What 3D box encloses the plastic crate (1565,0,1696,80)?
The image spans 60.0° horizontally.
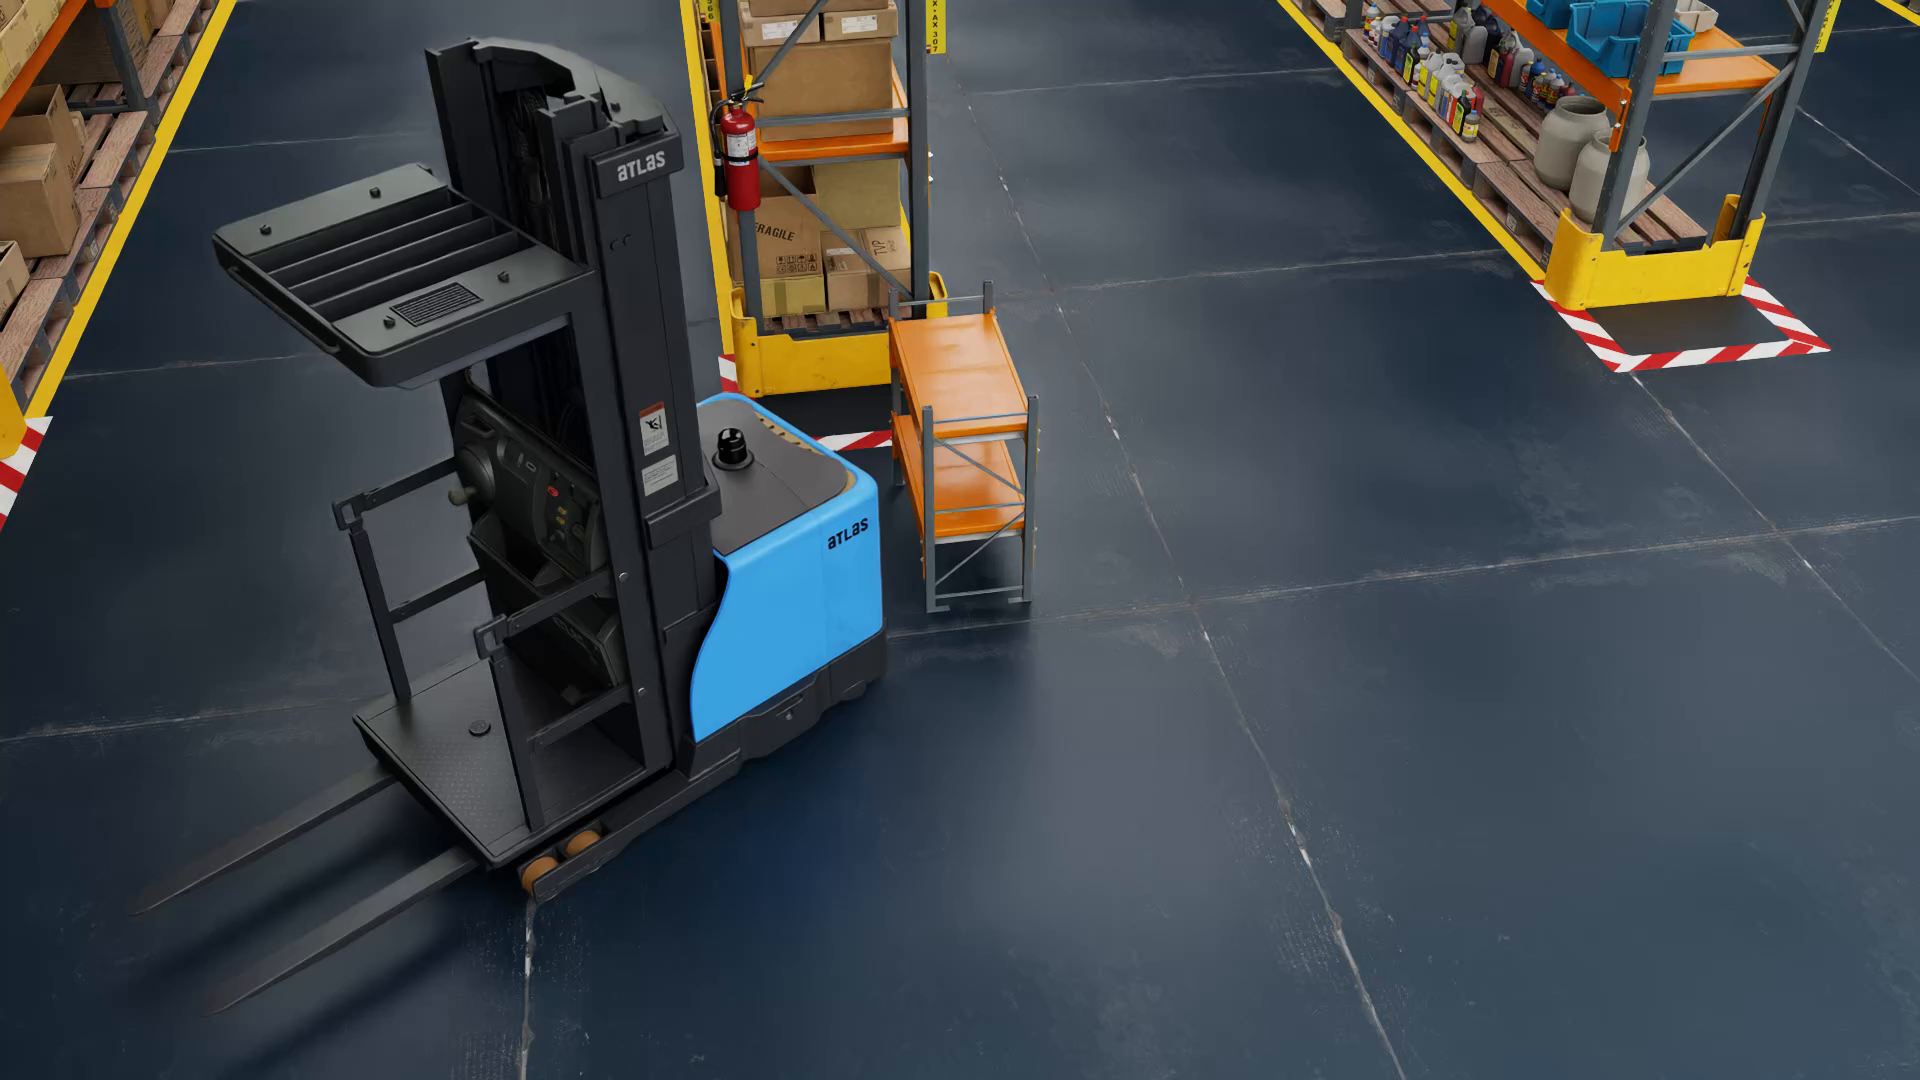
[{"bbox_3d":[3.826,-2.883,9.537,0.499,0.251,0.616,-6,38,-8],"label":"plastic crate"}]

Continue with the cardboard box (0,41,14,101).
[{"bbox_3d":[-5.507,-2.504,9.034,0.500,0.250,0.500,-7,38,-9],"label":"cardboard box"}]

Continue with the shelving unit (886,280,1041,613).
[{"bbox_3d":[-0.001,-0.448,7.810,0.538,1.125,1.048,-6,38,-8],"label":"shelving unit"}]

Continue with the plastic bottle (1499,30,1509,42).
[{"bbox_3d":[4.007,-3.621,12.221,0.061,0.283,0.133,-4,38,-5],"label":"plastic bottle"}]

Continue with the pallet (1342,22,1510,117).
[{"bbox_3d":[3.584,-3.576,12.581,1.003,0.211,1.213,-6,38,-8],"label":"pallet"}]

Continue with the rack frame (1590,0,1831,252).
[{"bbox_3d":[4.208,-2.672,9.144,1.000,3.000,0.127,-6,38,-8],"label":"rack frame"}]

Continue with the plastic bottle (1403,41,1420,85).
[{"bbox_3d":[3.261,-3.438,11.986,0.061,0.283,0.133,-5,38,-6],"label":"plastic bottle"}]

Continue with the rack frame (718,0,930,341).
[{"bbox_3d":[-0.669,-2.141,8.461,1.000,3.000,0.127,-6,38,-8],"label":"rack frame"}]

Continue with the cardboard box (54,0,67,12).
[{"bbox_3d":[-5.786,-3.415,10.207,0.500,0.250,0.500,-6,38,-8],"label":"cardboard box"}]

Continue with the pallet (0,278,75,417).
[{"bbox_3d":[-5.666,-1.045,9.323,1.003,0.211,1.213,-6,38,-8],"label":"pallet"}]

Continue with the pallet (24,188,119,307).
[{"bbox_3d":[-5.877,-1.781,10.270,1.003,0.211,1.213,-6,38,-8],"label":"pallet"}]

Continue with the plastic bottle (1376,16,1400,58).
[{"bbox_3d":[3.215,-3.754,12.398,0.152,0.276,0.135,-5,38,-6],"label":"plastic bottle"}]

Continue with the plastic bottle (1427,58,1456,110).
[{"bbox_3d":[3.380,-3.200,11.624,0.144,0.351,0.185,-5,38,-6],"label":"plastic bottle"}]

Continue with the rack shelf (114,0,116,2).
[{"bbox_3d":[-6.597,-4.946,12.658,1.077,0.370,4.000,-6,38,-8],"label":"rack shelf"}]

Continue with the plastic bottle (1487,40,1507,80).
[{"bbox_3d":[3.898,-3.493,12.057,0.061,0.283,0.133,-6,38,-8],"label":"plastic bottle"}]

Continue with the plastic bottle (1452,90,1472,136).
[{"bbox_3d":[3.416,-2.903,11.298,0.061,0.283,0.133,-5,38,-7],"label":"plastic bottle"}]

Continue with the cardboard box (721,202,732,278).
[{"bbox_3d":[-1.153,-1.814,9.939,0.500,0.250,0.500,-6,38,-8],"label":"cardboard box"}]

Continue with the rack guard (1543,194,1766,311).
[{"bbox_3d":[4.149,-1.725,9.963,1.175,0.500,0.348,-6,38,-8],"label":"rack guard"}]

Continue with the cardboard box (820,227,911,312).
[{"bbox_3d":[-0.544,-1.569,9.623,0.500,0.250,0.500,-6,38,-8],"label":"cardboard box"}]

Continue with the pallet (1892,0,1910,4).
[{"bbox_3d":[8.245,-4.989,14.400,1.003,0.211,1.213,-6,38,-8],"label":"pallet"}]

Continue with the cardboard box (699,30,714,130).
[{"bbox_3d":[-1.422,-3.015,10.874,0.500,0.500,0.500,-6,38,-8],"label":"cardboard box"}]

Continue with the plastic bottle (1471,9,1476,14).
[{"bbox_3d":[3.916,-3.934,12.624,0.061,0.283,0.133,-4,38,-6],"label":"plastic bottle"}]

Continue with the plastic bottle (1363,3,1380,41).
[{"bbox_3d":[3.131,-3.944,12.647,0.097,0.271,0.097,0,38,0],"label":"plastic bottle"}]

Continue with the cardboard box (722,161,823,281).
[{"bbox_3d":[-1.056,-1.809,9.321,0.500,0.500,0.500,-6,38,-8],"label":"cardboard box"}]

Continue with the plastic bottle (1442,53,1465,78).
[{"bbox_3d":[3.489,-3.314,11.832,0.152,0.276,0.135,-6,38,-8],"label":"plastic bottle"}]

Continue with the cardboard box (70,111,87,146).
[{"bbox_3d":[-6.123,-2.757,11.204,0.380,0.166,0.250,-11,39,-14],"label":"cardboard box"}]

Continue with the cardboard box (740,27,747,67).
[{"bbox_3d":[-0.916,-3.081,9.589,0.700,0.500,0.500,-6,38,-8],"label":"cardboard box"}]

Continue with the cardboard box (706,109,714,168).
[{"bbox_3d":[-1.422,-2.719,11.104,0.500,0.250,0.500,-6,38,-8],"label":"cardboard box"}]

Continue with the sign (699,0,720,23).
[{"bbox_3d":[-1.206,-2.642,7.969,0.100,0.325,0.005,-6,38,-8],"label":"sign"}]

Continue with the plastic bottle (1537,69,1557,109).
[{"bbox_3d":[4.120,-3.164,11.643,0.097,0.271,0.097,0,38,0],"label":"plastic bottle"}]

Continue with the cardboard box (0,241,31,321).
[{"bbox_3d":[-5.678,-1.490,9.456,0.500,0.311,0.500,-3,38,-4],"label":"cardboard box"}]

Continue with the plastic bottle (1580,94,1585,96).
[{"bbox_3d":[4.197,-2.896,11.299,0.097,0.271,0.097,0,38,0],"label":"plastic bottle"}]

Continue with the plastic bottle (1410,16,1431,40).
[{"bbox_3d":[3.382,-3.699,12.266,0.144,0.351,0.185,-6,38,-8],"label":"plastic bottle"}]

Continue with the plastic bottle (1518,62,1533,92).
[{"bbox_3d":[4.066,-3.320,11.901,0.097,0.201,0.097,0,38,0],"label":"plastic bottle"}]

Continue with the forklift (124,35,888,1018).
[{"bbox_3d":[-1.730,-0.139,5.940,3.031,2.935,1.130,-30,47,-33],"label":"forklift"}]

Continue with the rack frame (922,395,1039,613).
[{"bbox_3d":[0.088,-0.141,7.415,0.500,1.125,0.032,-6,38,-8],"label":"rack frame"}]

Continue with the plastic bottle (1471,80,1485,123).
[{"bbox_3d":[3.542,-3.002,11.424,0.061,0.283,0.133,-6,38,-8],"label":"plastic bottle"}]

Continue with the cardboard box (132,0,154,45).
[{"bbox_3d":[-6.532,-3.958,12.479,0.700,0.500,0.500,-7,38,-9],"label":"cardboard box"}]

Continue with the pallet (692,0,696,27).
[{"bbox_3d":[-1.755,-4.635,13.944,1.003,0.211,1.213,-6,38,-8],"label":"pallet"}]
